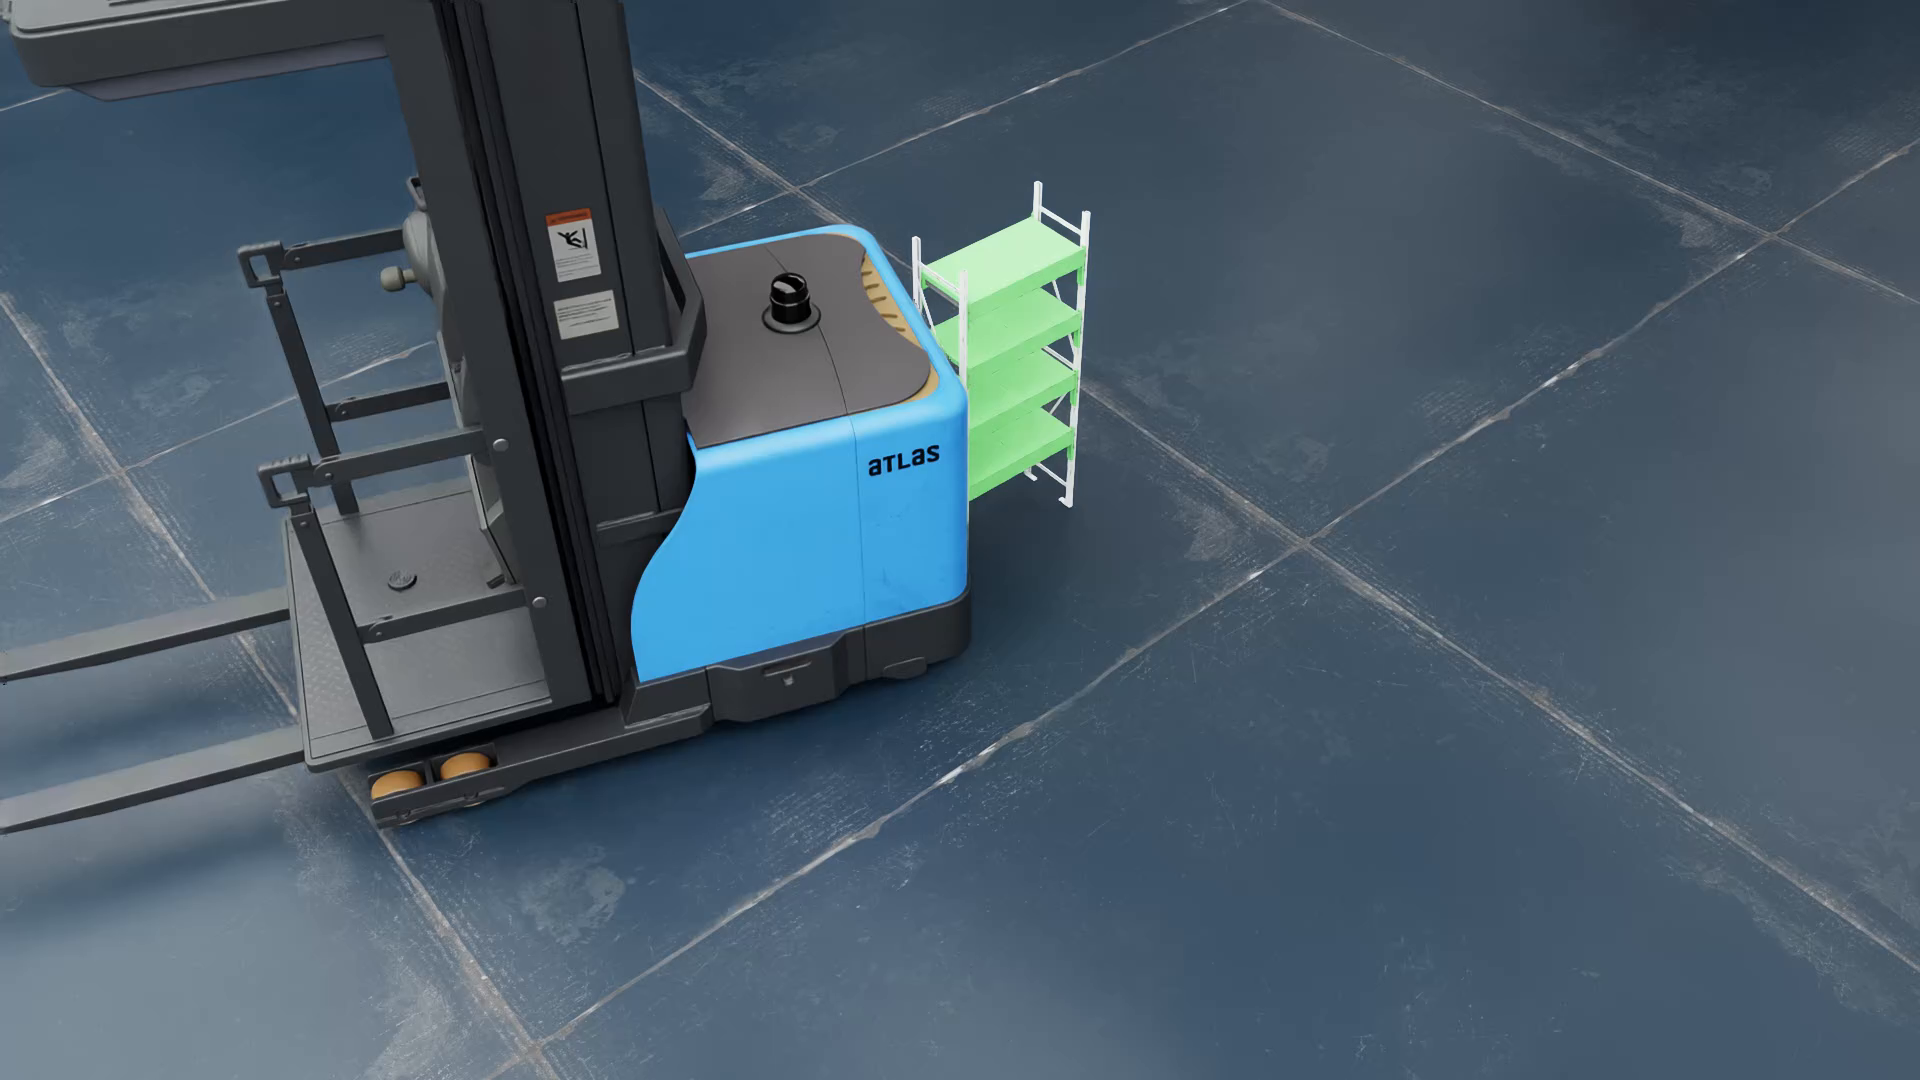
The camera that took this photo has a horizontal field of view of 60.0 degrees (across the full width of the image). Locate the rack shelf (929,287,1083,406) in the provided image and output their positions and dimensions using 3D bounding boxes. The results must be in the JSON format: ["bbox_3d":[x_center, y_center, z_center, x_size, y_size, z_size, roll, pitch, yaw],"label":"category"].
[{"bbox_3d":[0.127,-0.638,5.296,0.480,0.148,0.258,-30,51,-28],"label":"rack shelf"}]

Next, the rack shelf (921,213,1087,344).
[{"bbox_3d":[0.127,-0.813,5.132,0.480,0.148,0.258,-30,51,-28],"label":"rack shelf"}]

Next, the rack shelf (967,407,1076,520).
[{"bbox_3d":[0.127,-0.289,5.625,0.480,0.148,0.258,-30,51,-28],"label":"rack shelf"}]

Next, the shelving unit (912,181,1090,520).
[{"bbox_3d":[0.127,-0.510,5.417,0.503,1.200,0.258,-30,51,-28],"label":"shelving unit"}]

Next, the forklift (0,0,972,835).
[{"bbox_3d":[-1.536,-0.645,4.296,3.031,2.935,1.130,-14,45,-15],"label":"forklift"}]

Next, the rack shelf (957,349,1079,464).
[{"bbox_3d":[0.127,-0.463,5.460,0.480,0.148,0.258,-30,51,-28],"label":"rack shelf"}]

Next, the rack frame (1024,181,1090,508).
[{"bbox_3d":[0.314,-0.617,5.531,0.015,1.200,0.240,-30,51,-28],"label":"rack frame"}]

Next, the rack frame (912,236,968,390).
[{"bbox_3d":[-0.060,-0.403,5.303,0.015,1.200,0.240,-30,51,-28],"label":"rack frame"}]
